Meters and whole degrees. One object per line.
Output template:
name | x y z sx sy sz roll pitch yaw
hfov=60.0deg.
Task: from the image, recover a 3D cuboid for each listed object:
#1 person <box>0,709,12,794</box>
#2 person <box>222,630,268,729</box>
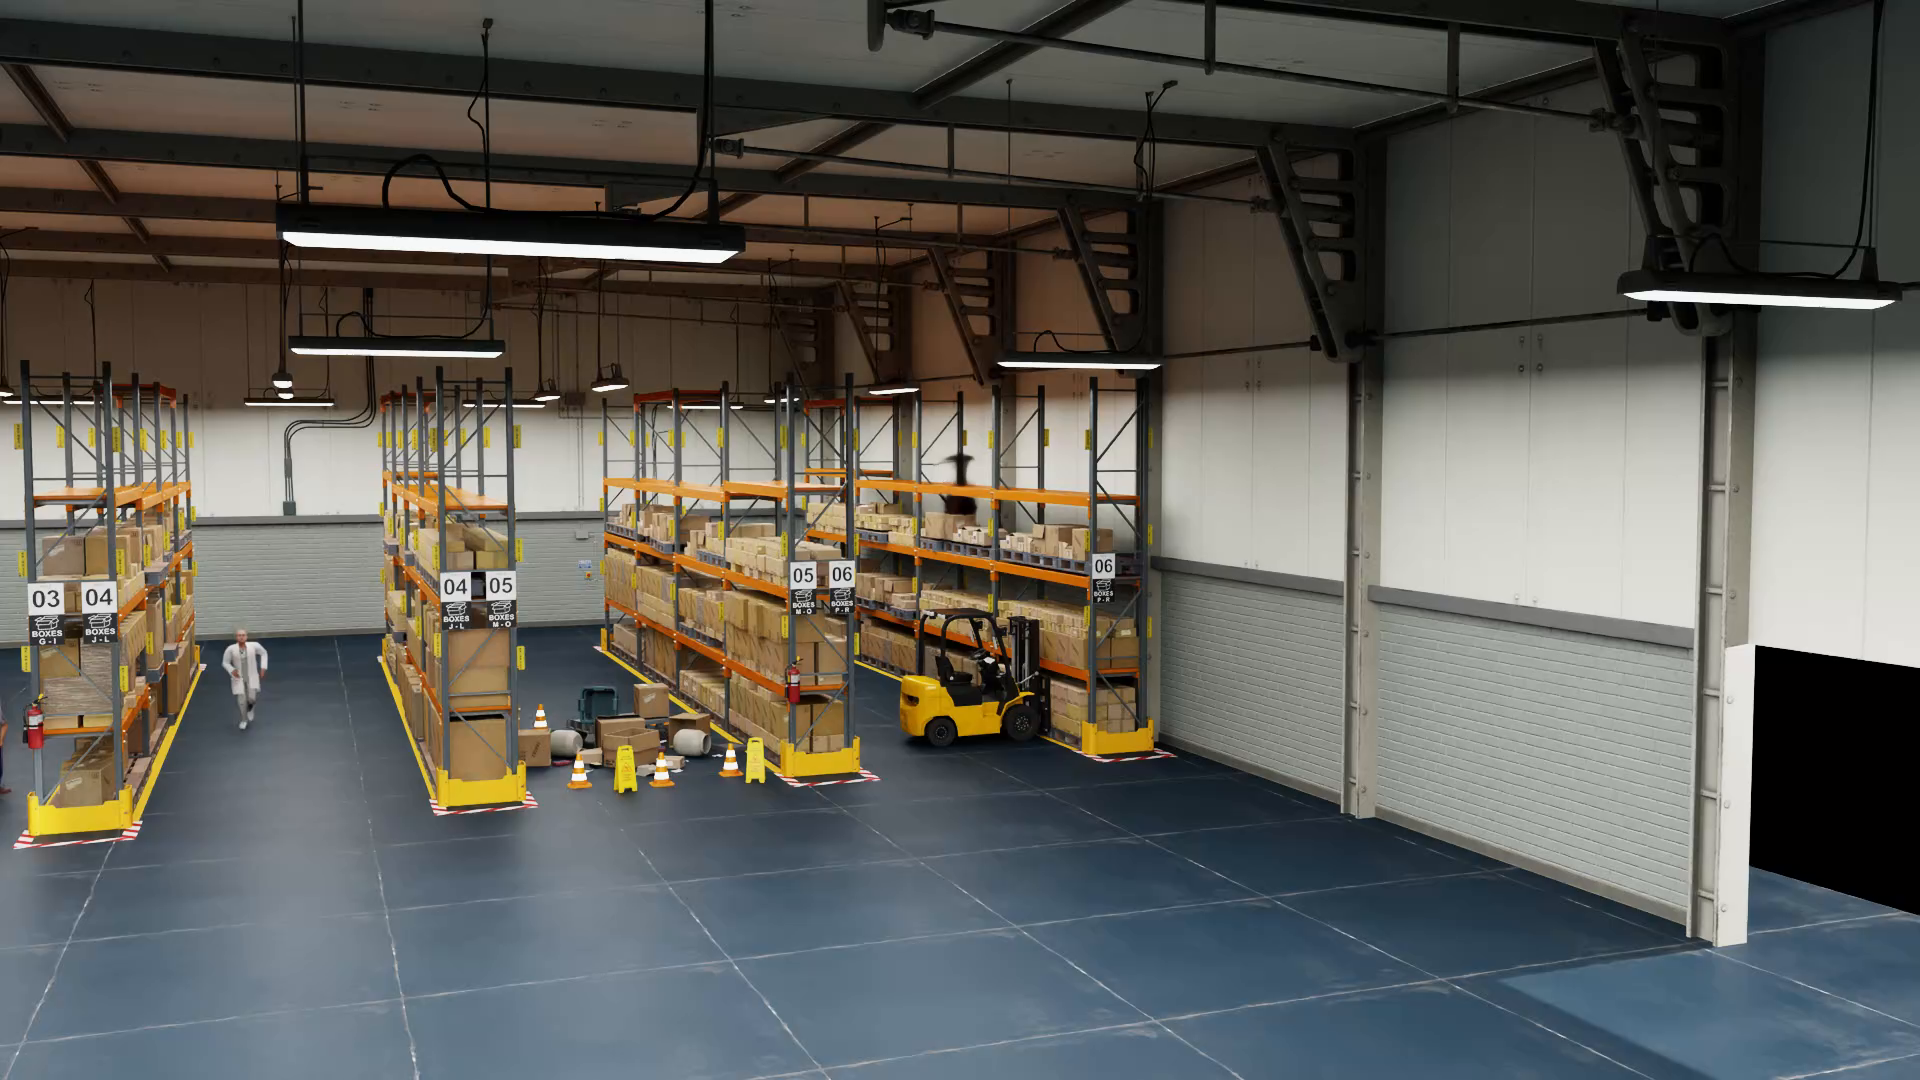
person | -13.437 2.858 22.965 0.647 1.544 0.838 -3 4 -40
person | -12.358 2.410 28.739 0.716 1.733 0.700 -1 4 -20
